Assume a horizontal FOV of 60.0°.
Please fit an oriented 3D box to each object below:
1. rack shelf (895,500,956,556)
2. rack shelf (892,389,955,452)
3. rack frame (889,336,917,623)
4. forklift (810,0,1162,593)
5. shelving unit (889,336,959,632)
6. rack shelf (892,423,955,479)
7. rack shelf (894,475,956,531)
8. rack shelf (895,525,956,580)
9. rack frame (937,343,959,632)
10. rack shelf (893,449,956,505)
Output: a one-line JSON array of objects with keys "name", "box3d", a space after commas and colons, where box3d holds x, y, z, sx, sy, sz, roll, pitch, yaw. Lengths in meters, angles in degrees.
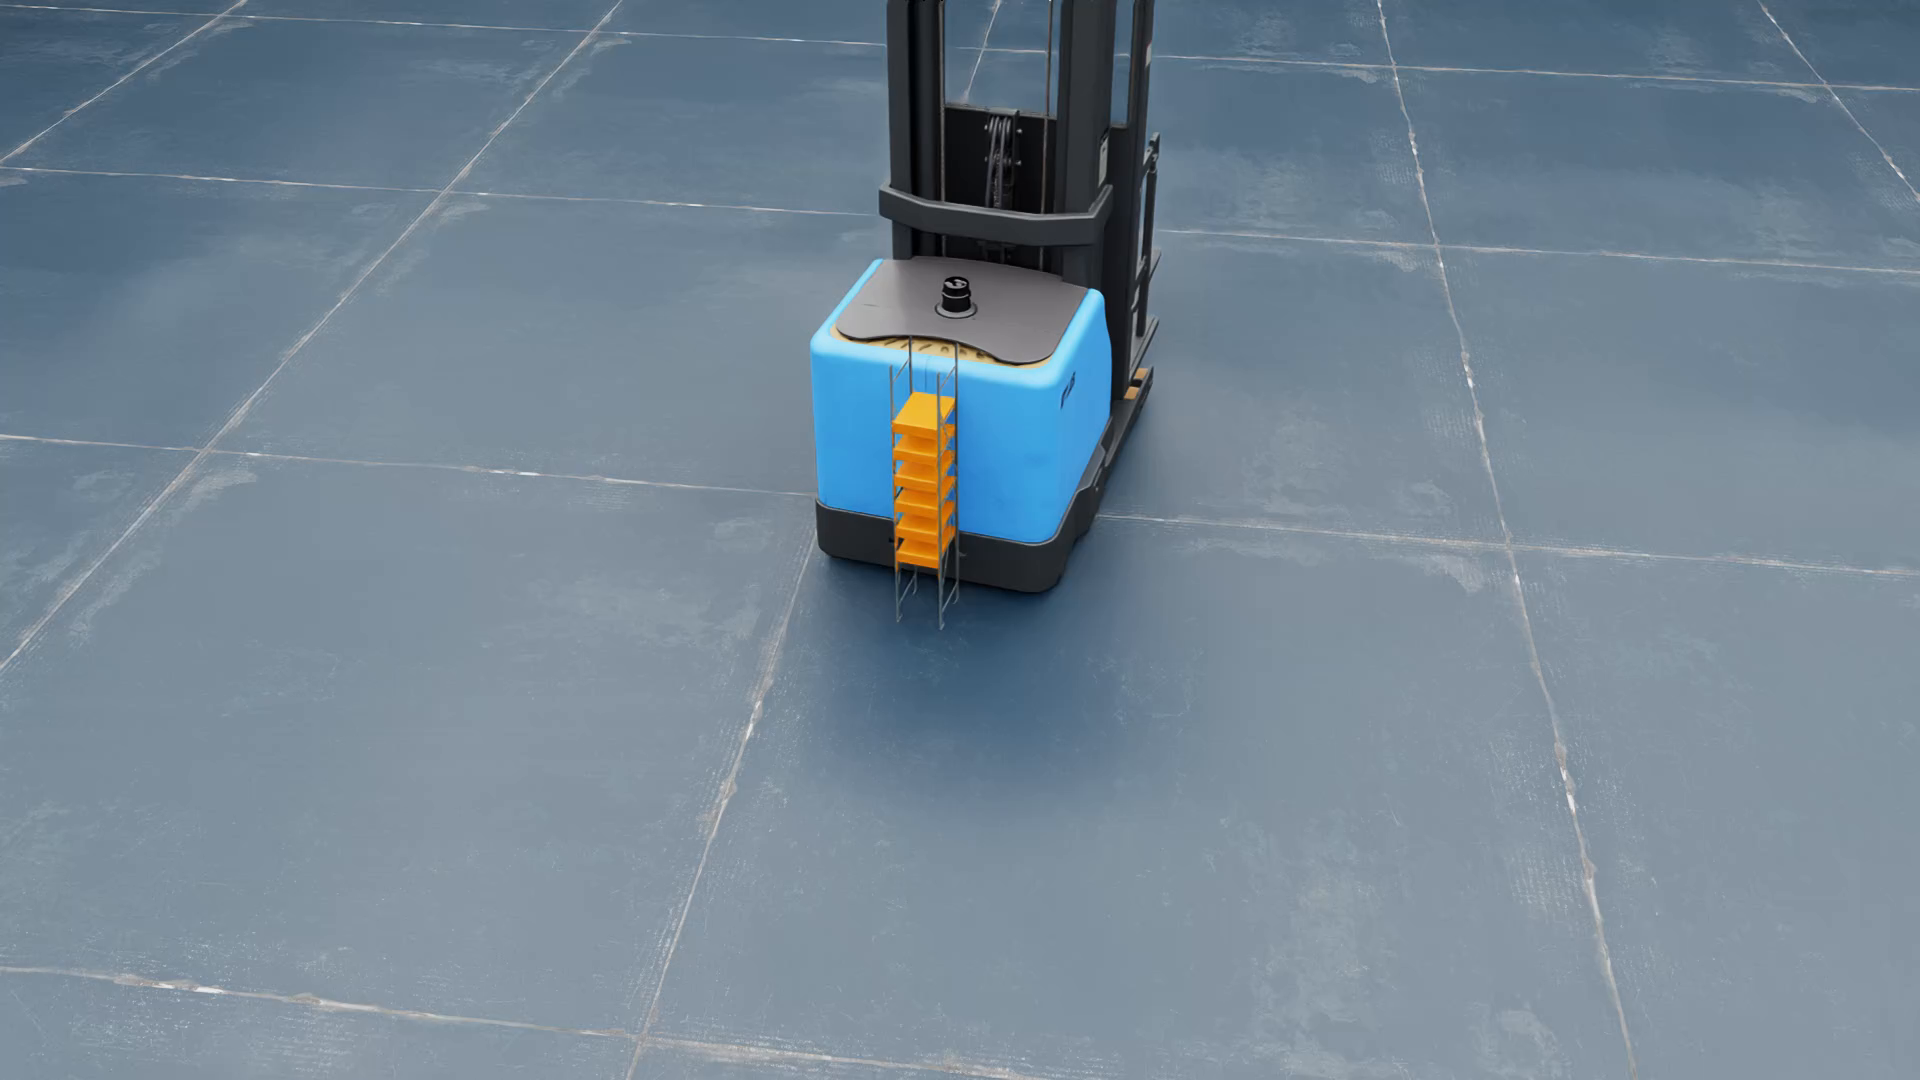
[{"name": "rack shelf", "box3d": [-0.132, -0.065, 6.590, 0.180, 0.103, 0.258, 10, 37, 14]}, {"name": "rack shelf", "box3d": [-0.132, -0.454, 6.309, 0.180, 0.103, 0.258, 10, 37, 14]}, {"name": "rack frame", "box3d": [-0.219, -0.214, 6.516, 0.006, 1.200, 0.240, 10, 37, 14]}, {"name": "forklift", "box3d": [0.321, -1.833, 7.295, 1.130, 2.935, 3.031, 10, 37, 14]}, {"name": "shelving unit", "box3d": [-0.132, -0.198, 6.494, 0.189, 1.200, 0.258, 10, 37, 14]}, {"name": "rack shelf", "box3d": [-0.132, -0.357, 6.379, 0.180, 0.103, 0.258, 10, 37, 14]}, {"name": "rack shelf", "box3d": [-0.132, -0.162, 6.520, 0.180, 0.103, 0.258, 10, 37, 14]}, {"name": "rack shelf", "box3d": [-0.131, 0.033, 6.660, 0.180, 0.103, 0.258, 10, 37, 14]}, {"name": "rack frame", "box3d": [-0.045, -0.182, 6.471, 0.006, 1.200, 0.240, 10, 37, 14]}, {"name": "rack shelf", "box3d": [-0.132, -0.259, 6.450, 0.180, 0.103, 0.258, 10, 37, 14]}]
